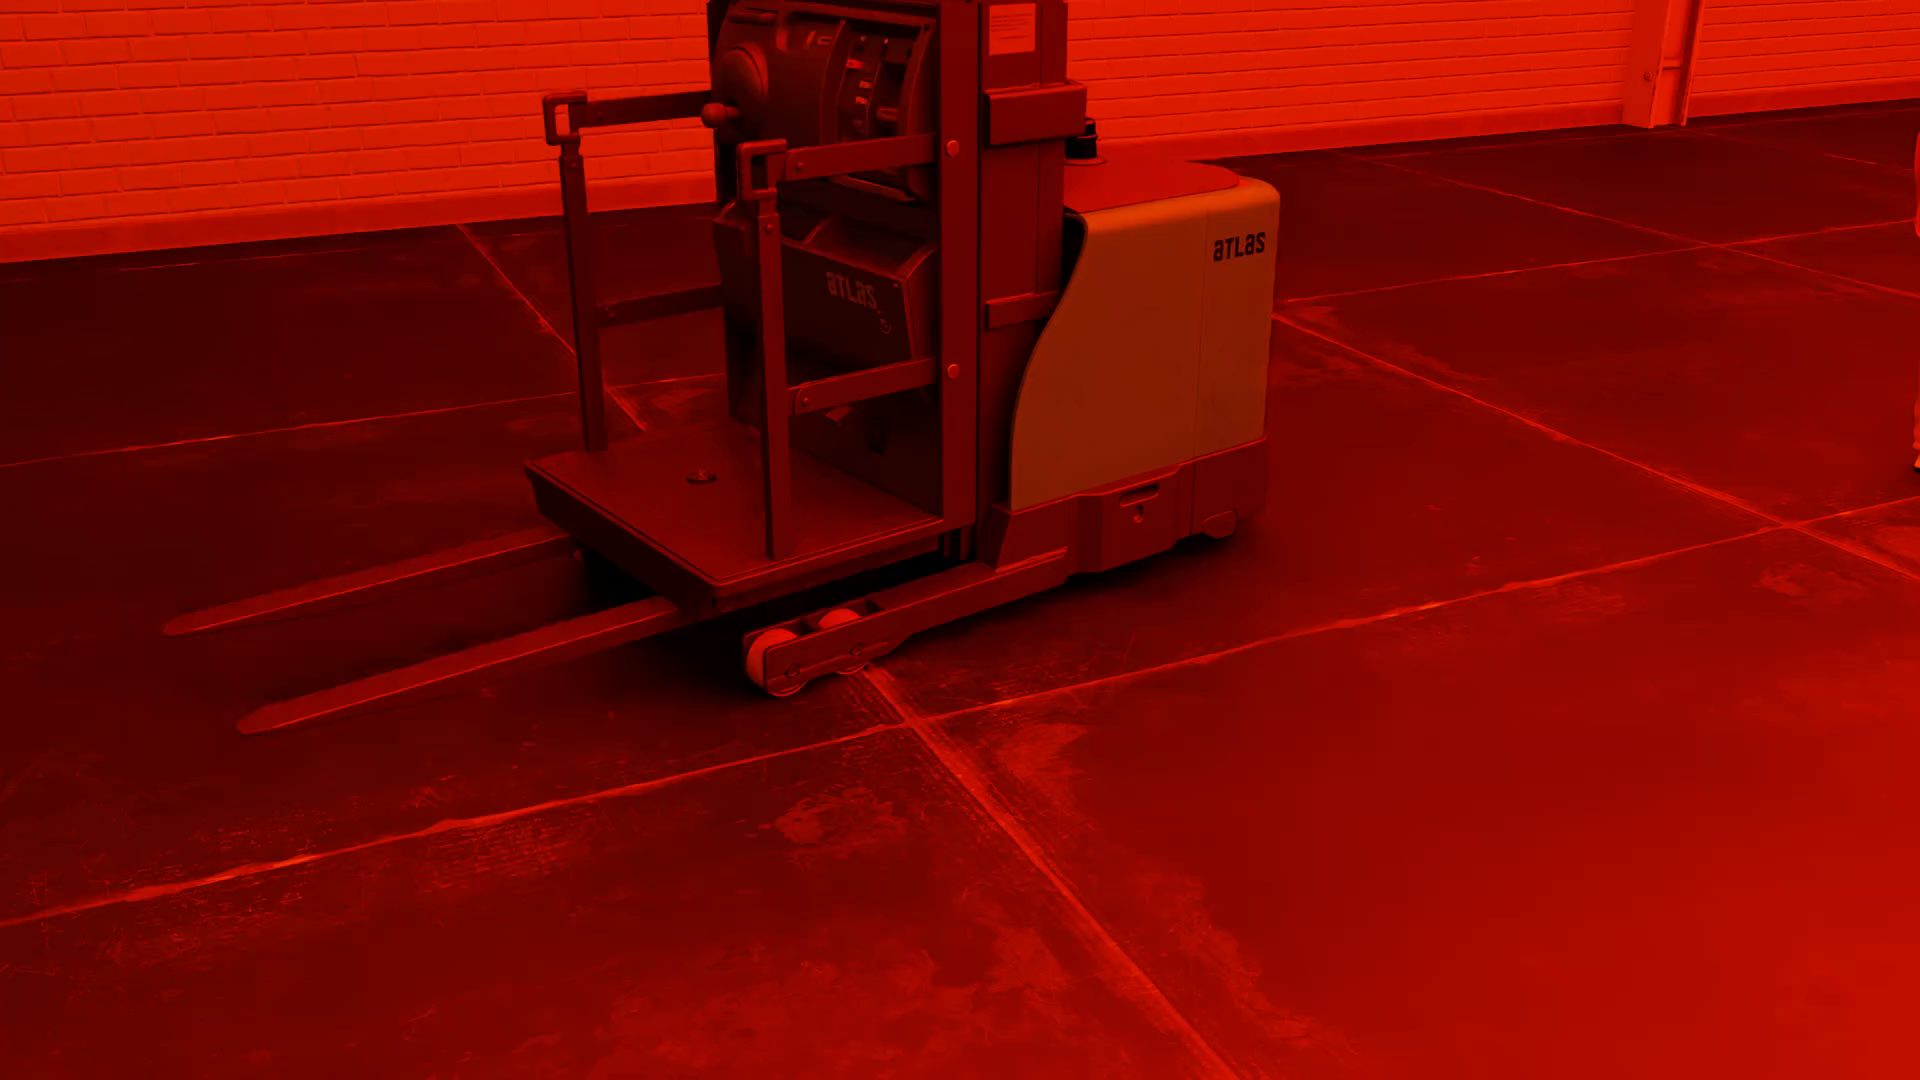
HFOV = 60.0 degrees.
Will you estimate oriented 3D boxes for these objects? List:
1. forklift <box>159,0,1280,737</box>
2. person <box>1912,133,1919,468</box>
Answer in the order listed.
[{"bbox_3d":[-0.534,-1.190,4.151,3.031,2.935,1.130,-17,28,-35],"label":"forklift"},{"bbox_3d":[3.376,-1.016,5.388,0.550,1.646,0.549,-13,26,-29],"label":"person"}]
